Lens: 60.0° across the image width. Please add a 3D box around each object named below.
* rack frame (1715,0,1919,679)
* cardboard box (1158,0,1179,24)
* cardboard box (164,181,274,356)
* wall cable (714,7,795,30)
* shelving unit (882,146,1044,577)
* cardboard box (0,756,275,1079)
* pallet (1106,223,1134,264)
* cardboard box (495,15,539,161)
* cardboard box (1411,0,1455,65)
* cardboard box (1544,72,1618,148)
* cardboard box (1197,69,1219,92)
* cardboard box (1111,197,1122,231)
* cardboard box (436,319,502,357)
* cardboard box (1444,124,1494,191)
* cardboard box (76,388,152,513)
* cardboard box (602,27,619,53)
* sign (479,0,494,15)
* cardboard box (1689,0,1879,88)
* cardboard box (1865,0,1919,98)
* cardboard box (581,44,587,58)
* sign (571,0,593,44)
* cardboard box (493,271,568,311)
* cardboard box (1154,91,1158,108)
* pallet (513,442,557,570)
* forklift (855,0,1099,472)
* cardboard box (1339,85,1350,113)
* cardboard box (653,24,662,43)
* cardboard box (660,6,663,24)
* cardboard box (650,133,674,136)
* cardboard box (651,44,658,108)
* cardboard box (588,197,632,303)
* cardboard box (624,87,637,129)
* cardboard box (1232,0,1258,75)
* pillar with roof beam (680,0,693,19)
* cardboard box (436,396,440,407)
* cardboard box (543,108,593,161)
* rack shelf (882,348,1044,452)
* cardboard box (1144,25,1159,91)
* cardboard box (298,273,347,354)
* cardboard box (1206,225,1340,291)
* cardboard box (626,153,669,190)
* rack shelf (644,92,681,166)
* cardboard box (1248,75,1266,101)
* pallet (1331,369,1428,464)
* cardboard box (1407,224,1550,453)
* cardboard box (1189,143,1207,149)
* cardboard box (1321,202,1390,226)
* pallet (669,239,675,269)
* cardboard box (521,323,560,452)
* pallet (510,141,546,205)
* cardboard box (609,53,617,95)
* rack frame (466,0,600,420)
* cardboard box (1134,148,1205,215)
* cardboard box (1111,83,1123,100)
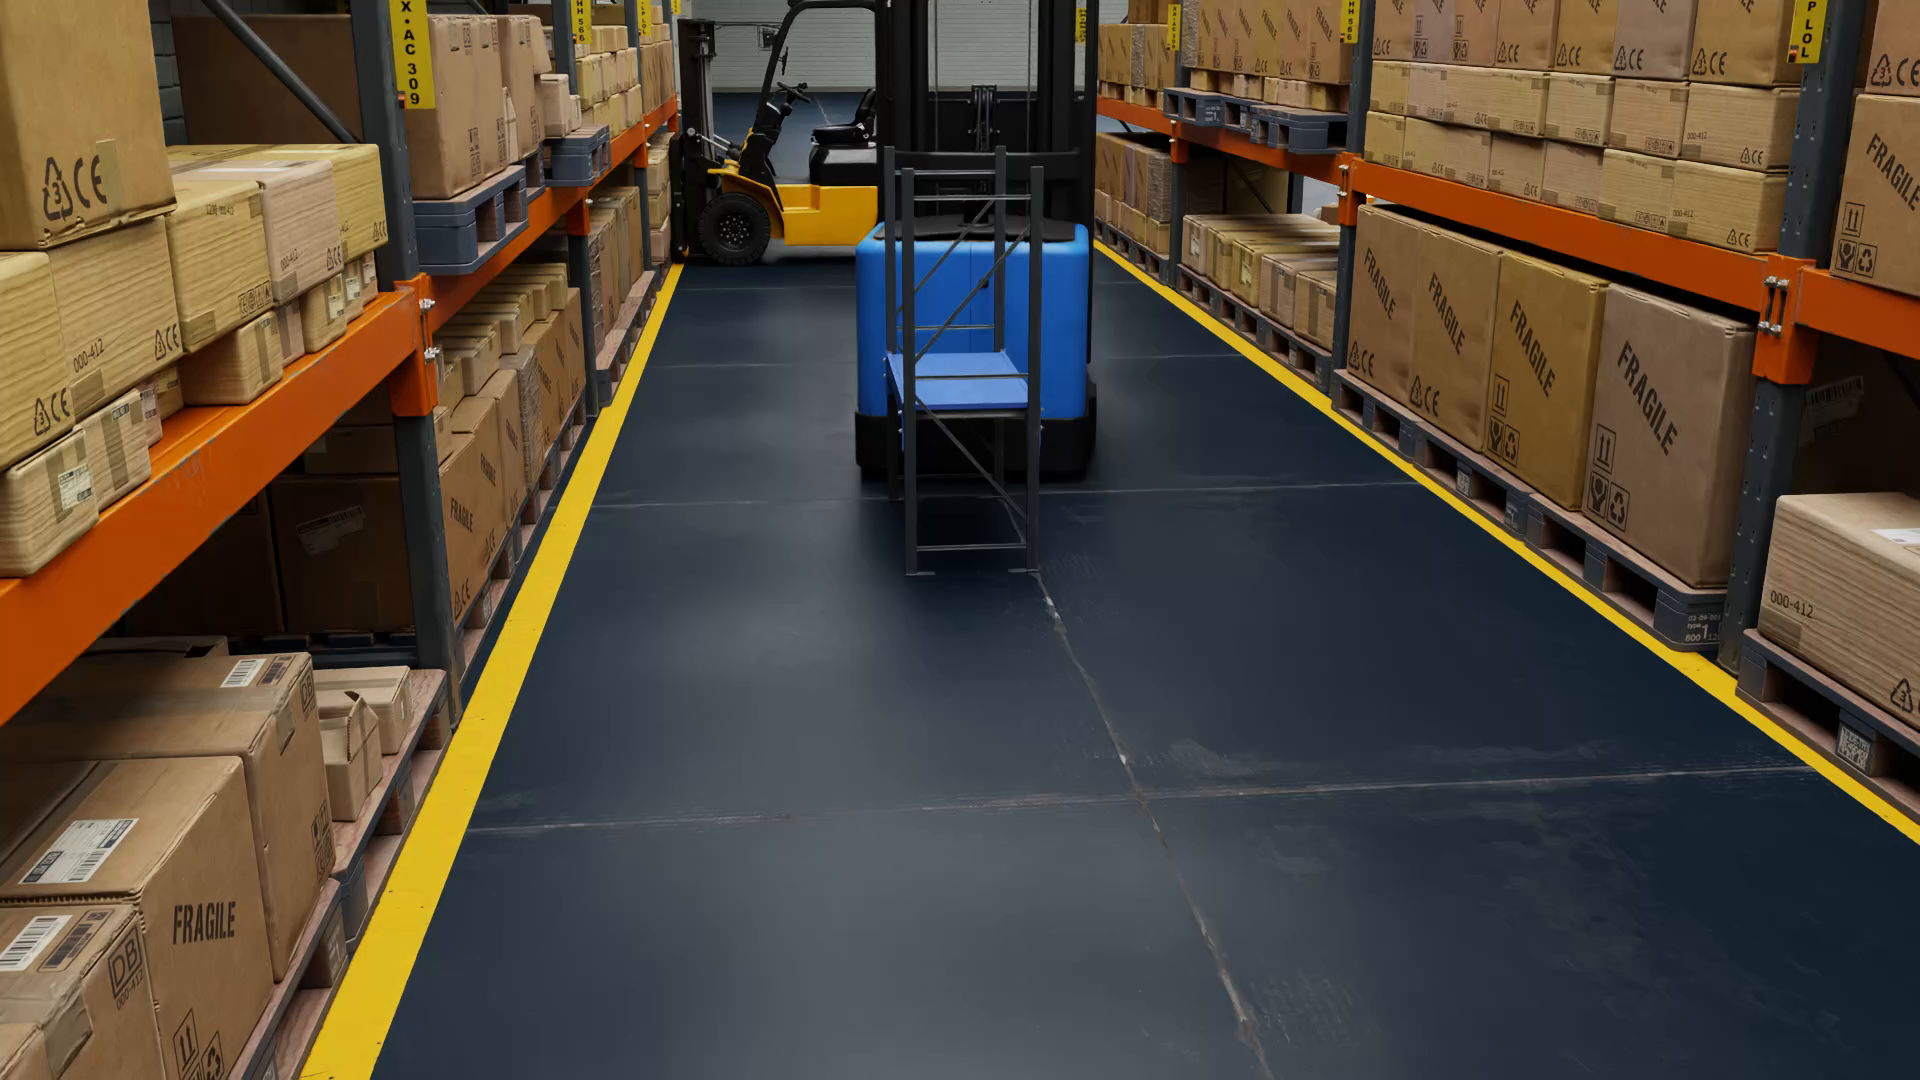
[{"bbox_3d":[2.952,-1.024,4.932,1.000,3.000,0.127,-2,18,-6],"label":"rack frame"},{"bbox_3d":[2.097,-4.668,14.205,0.700,0.500,0.500,-2,18,-6],"label":"cardboard box"},{"bbox_3d":[-1.585,-0.498,3.010,0.500,0.250,0.500,-2,18,-6],"label":"cardboard box"},{"bbox_3d":[-6.130,-15.447,46.041,3.097,2.526,0.112,-2,18,-6],"label":"wall cable"},{"bbox_3d":[-0.009,-0.741,6.533,0.538,1.500,1.048,-2,18,-6],"label":"shelving unit"},{"bbox_3d":[-1.545,0.713,2.872,0.500,0.500,0.500,-1,17,-5],"label":"cardboard box"},{"bbox_3d":[1.894,-2.641,14.736,1.003,0.211,1.213,-2,18,-6],"label":"pallet"},{"bbox_3d":[-1.946,-1.657,6.079,0.700,0.500,0.500,-2,18,-6],"label":"cardboard box"},{"bbox_3d":[2.408,-2.439,7.601,0.500,0.500,0.500,-2,18,-5],"label":"cardboard box"},{"bbox_3d":[2.547,-1.618,6.238,0.500,0.250,0.500,-1,17,-4],"label":"cardboard box"},{"bbox_3d":[1.887,-3.239,11.705,0.380,0.149,0.250,-1,17,-5],"label":"cardboard box"},{"bbox_3d":[1.637,-2.925,14.874,0.500,0.250,0.500,-1,17,-2],"label":"cardboard box"},{"bbox_3d":[-2.011,-0.769,6.507,0.380,0.149,0.250,-2,18,-5],"label":"cardboard box"},{"bbox_3d":[2.459,-1.682,7.277,0.500,0.250,0.500,-1,17,-4],"label":"cardboard box"},{"bbox_3d":[-1.464,-0.128,2.496,0.380,0.149,0.250,-1,17,-4],"label":"cardboard box"},{"bbox_3d":[-2.288,-3.059,10.164,0.380,0.149,0.250,-2,18,-7],"label":"cardboard box"},{"bbox_3d":[-3.362,-3.686,11.834,0.100,0.325,0.005,-2,18,-6],"label":"sign"},{"bbox_3d":[2.656,-1.674,5.166,0.500,0.500,0.500,-1,17,-4],"label":"cardboard box"},{"bbox_3d":[2.760,-1.400,4.291,0.500,0.500,0.500,-2,18,-5],"label":"cardboard box"},{"bbox_3d":[-2.166,-2.602,8.708,0.380,0.149,0.250,-1,17,-4],"label":"cardboard box"},{"bbox_3d":[-1.858,-2.596,8.137,0.100,0.325,0.005,-2,18,-6],"label":"sign"},{"bbox_3d":[-2.035,-1.159,7.750,0.380,0.149,0.250,-3,18,-9],"label":"cardboard box"},{"bbox_3d":[1.797,-3.603,13.565,0.380,0.149,0.250,-2,18,-6],"label":"cardboard box"},{"bbox_3d":[-2.235,-0.145,6.786,1.003,0.211,1.213,-2,18,-6],"label":"pallet"},{"bbox_3d":[0.147,-2.095,8.455,1.130,2.935,3.031,1,17,4],"label":"forklift"},{"bbox_3d":[2.272,-2.387,8.990,0.380,0.149,0.250,-1,17,-4],"label":"cardboard box"},{"bbox_3d":[-2.751,-4.326,14.199,0.380,0.149,0.250,-2,18,-5],"label":"cardboard box"},{"bbox_3d":[-2.777,-4.544,14.395,0.380,0.149,0.250,-1,17,-4],"label":"cardboard box"},{"bbox_3d":[-2.865,-3.683,15.621,0.500,0.250,0.500,-1,17,-4],"label":"cardboard box"},{"bbox_3d":[-2.719,-3.747,13.437,0.500,0.500,0.500,-2,18,-6],"label":"cardboard box"},{"bbox_3d":[-2.672,-1.934,11.093,0.875,0.625,0.625,-2,18,-6],"label":"cardboard box"},{"bbox_3d":[-2.440,-2.890,11.125,0.500,0.250,0.500,-2,18,-6],"label":"cardboard box"},{"bbox_3d":[2.043,-3.200,10.496,0.500,0.500,0.500,-2,18,-8],"label":"cardboard box"},{"bbox_3d":[-2.859,-16.143,43.073,9.100,9.000,0.400,-2,18,-6],"label":"pillar with roof beam"},{"bbox_3d":[-1.862,-0.382,5.276,0.380,0.149,0.250,-2,18,-7],"label":"cardboard box"},{"bbox_3d":[-2.200,-2.130,8.703,0.500,0.250,0.500,-2,18,-5],"label":"cardboard box"},{"bbox_3d":[-0.009,-0.569,6.587,0.538,0.185,1.000,-2,18,-6],"label":"rack shelf"},{"bbox_3d":[1.774,-3.875,13.349,0.500,0.500,0.500,-1,17,-4],"label":"cardboard box"},{"bbox_3d":[-1.601,-0.509,3.710,0.380,0.149,0.250,-1,17,-4],"label":"cardboard box"},{"bbox_3d":[2.261,-1.984,11.675,0.950,0.372,0.625,-1,17,-2],"label":"cardboard box"},{"bbox_3d":[-2.590,-2.925,13.207,0.500,0.250,0.500,-2,18,-6],"label":"cardboard box"},{"bbox_3d":[-3.016,-3.506,14.038,1.077,0.370,4.000,-2,18,-6],"label":"rack shelf"},{"bbox_3d":[2.033,-2.846,10.453,0.380,0.149,0.250,-2,18,-7],"label":"cardboard box"},{"bbox_3d":[2.546,-0.648,8.390,1.003,0.211,1.213,-2,18,-6],"label":"pallet"},{"bbox_3d":[2.616,-0.928,7.473,0.875,0.875,0.875,-2,17,-5],"label":"cardboard box"},{"bbox_3d":[2.216,-3.152,14.346,0.500,0.500,0.500,-1,17,-3],"label":"cardboard box"},{"bbox_3d":[3.370,-2.578,14.049,0.500,0.500,0.500,11,21,32],"label":"cardboard box"},{"bbox_3d":[-2.979,-2.525,14.369,1.003,0.211,1.213,-2,18,-6],"label":"pallet"},{"bbox_3d":[-2.042,-0.645,7.195,0.500,0.500,0.500,-1,17,-3],"label":"cardboard box"},{"bbox_3d":[-2.192,-1.391,6.419,1.003,0.211,1.213,-2,18,-6],"label":"pallet"},{"bbox_3d":[-2.364,-2.825,10.085,0.500,0.250,0.500,-2,17,-5],"label":"cardboard box"},{"bbox_3d":[-2.397,-2.062,8.236,1.000,3.000,0.127,-2,18,-6],"label":"rack frame"},{"bbox_3d":[1.745,-2.973,13.778,0.500,0.500,0.500,-1,17,-5],"label":"cardboard box"},{"bbox_3d":[1.571,-4.063,15.029,0.380,0.149,0.250,-1,17,-4],"label":"cardboard box"}]
